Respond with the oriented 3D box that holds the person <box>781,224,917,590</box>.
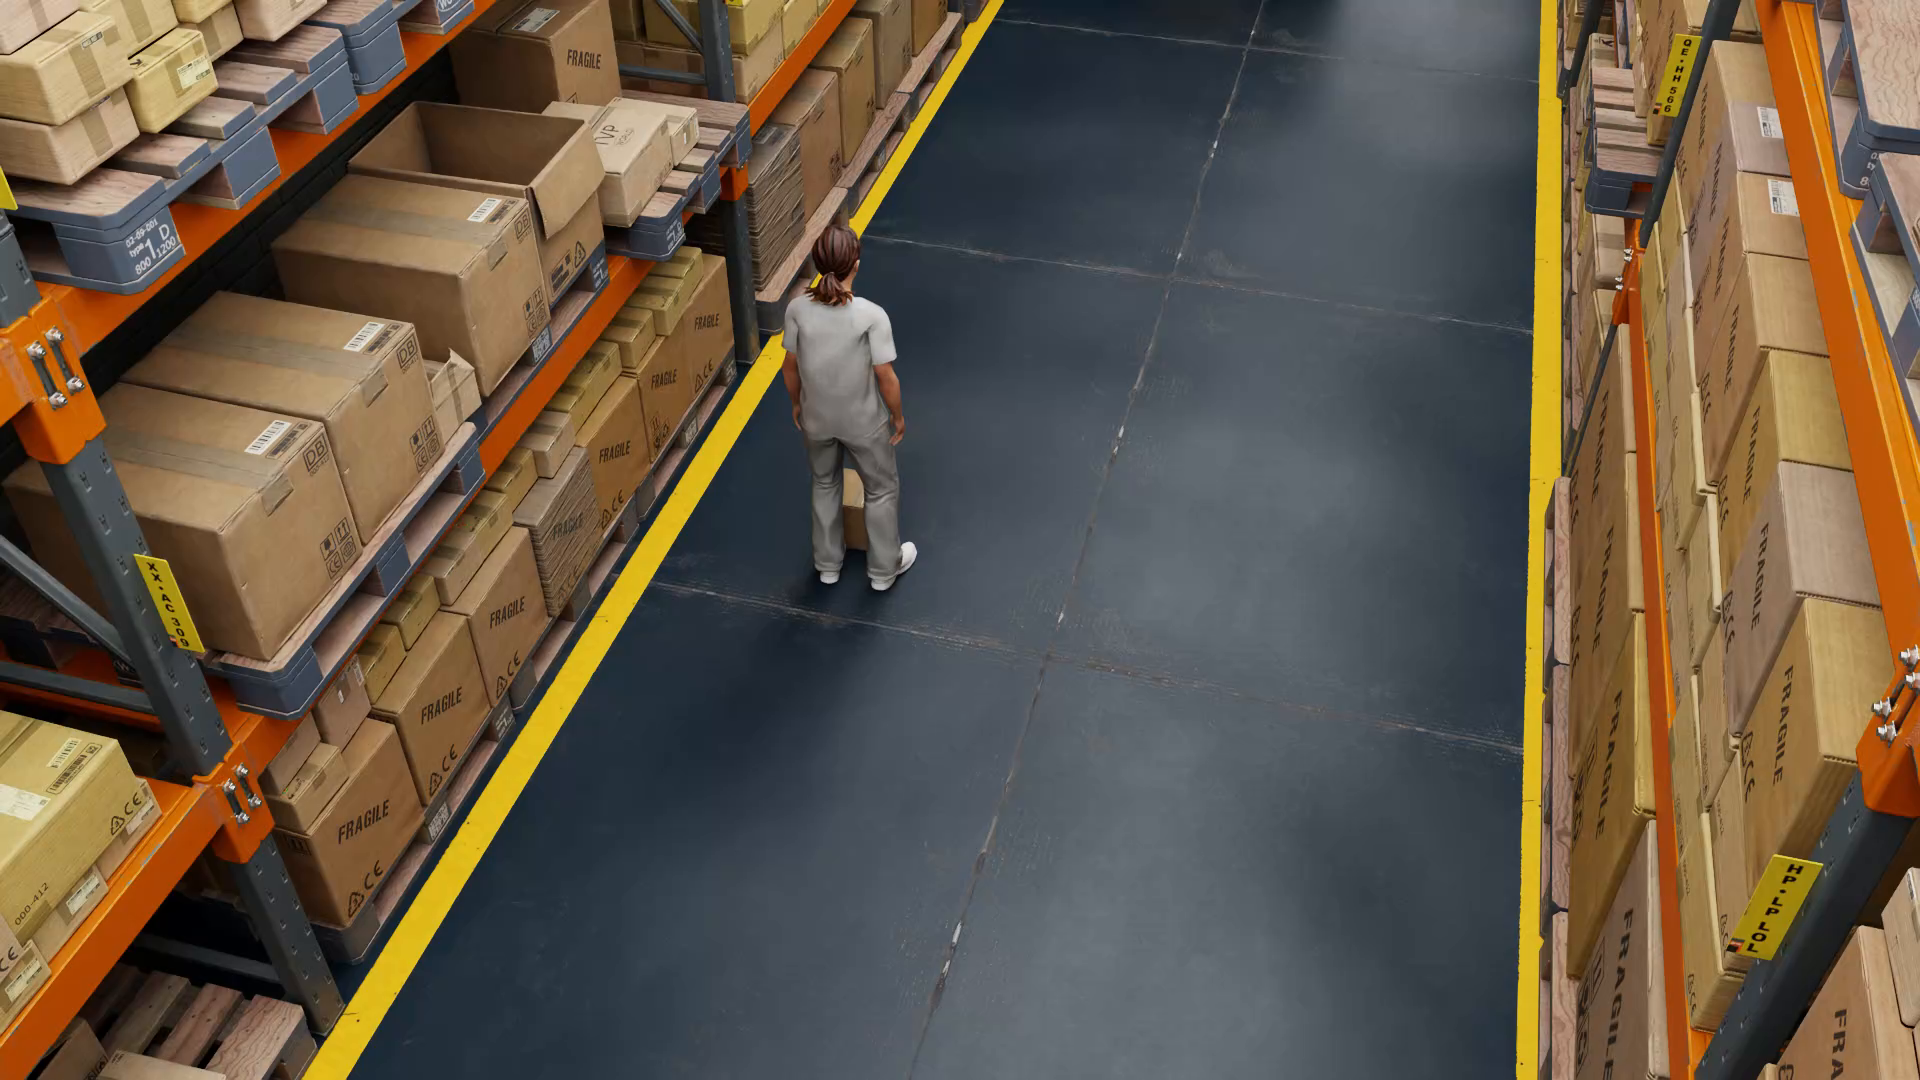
[{"bbox_3d":[-0.460,-0.503,6.734,0.486,1.672,0.363,9,42,11],"label":"person"}]
